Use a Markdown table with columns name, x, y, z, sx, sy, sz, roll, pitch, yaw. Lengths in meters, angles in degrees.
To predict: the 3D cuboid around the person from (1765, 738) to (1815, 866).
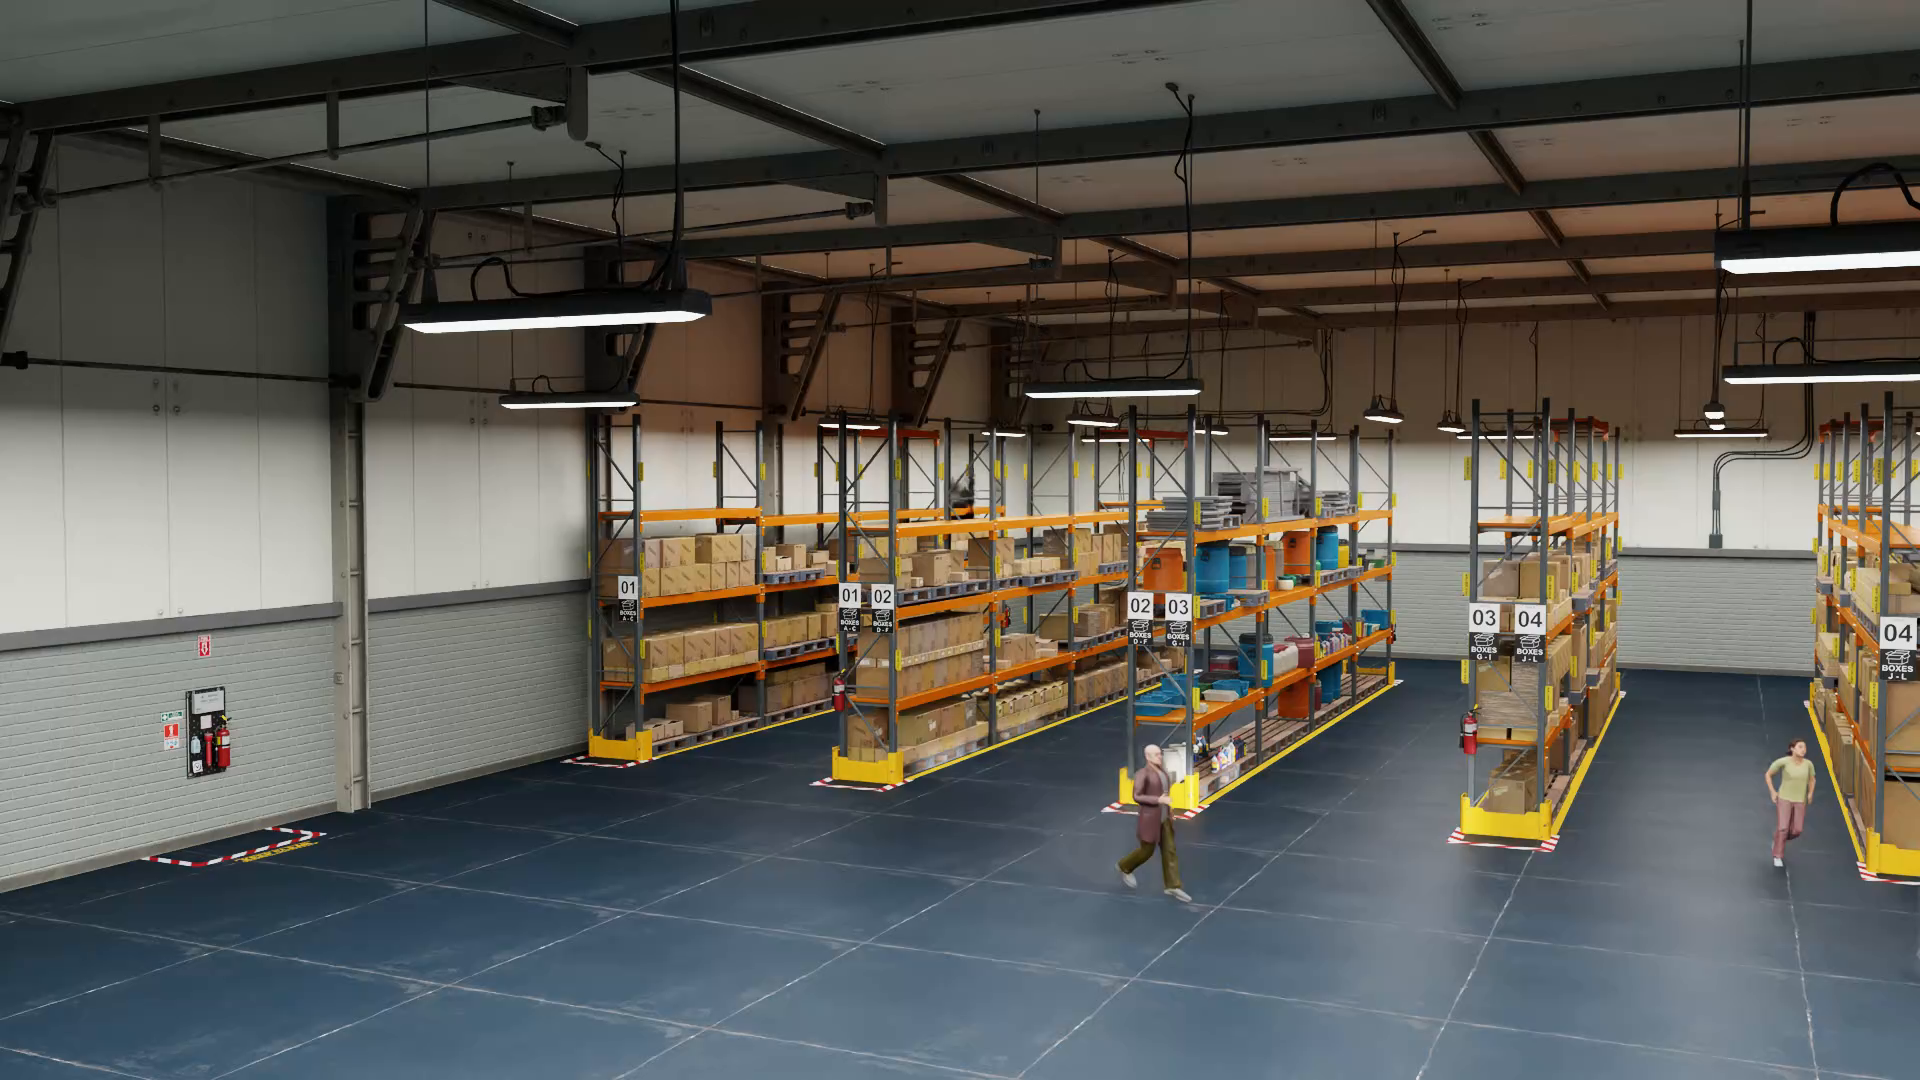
| name | x | y | z | sx | sy | sz | roll | pitch | yaw |
| --- | --- | --- | --- | --- | --- | --- | --- | --- | --- |
| person | 10.631 | 3.333 | 21.261 | 0.621 | 1.625 | 0.506 | 0 | 2 | 8 |

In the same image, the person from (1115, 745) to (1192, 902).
| name | x | y | z | sx | sy | sz | roll | pitch | yaw |
| --- | --- | --- | --- | --- | --- | --- | --- | --- | --- |
| person | 2.262 | 3.288 | 19.503 | 0.701 | 1.781 | 1.049 | -2 | 3 | -45 |
